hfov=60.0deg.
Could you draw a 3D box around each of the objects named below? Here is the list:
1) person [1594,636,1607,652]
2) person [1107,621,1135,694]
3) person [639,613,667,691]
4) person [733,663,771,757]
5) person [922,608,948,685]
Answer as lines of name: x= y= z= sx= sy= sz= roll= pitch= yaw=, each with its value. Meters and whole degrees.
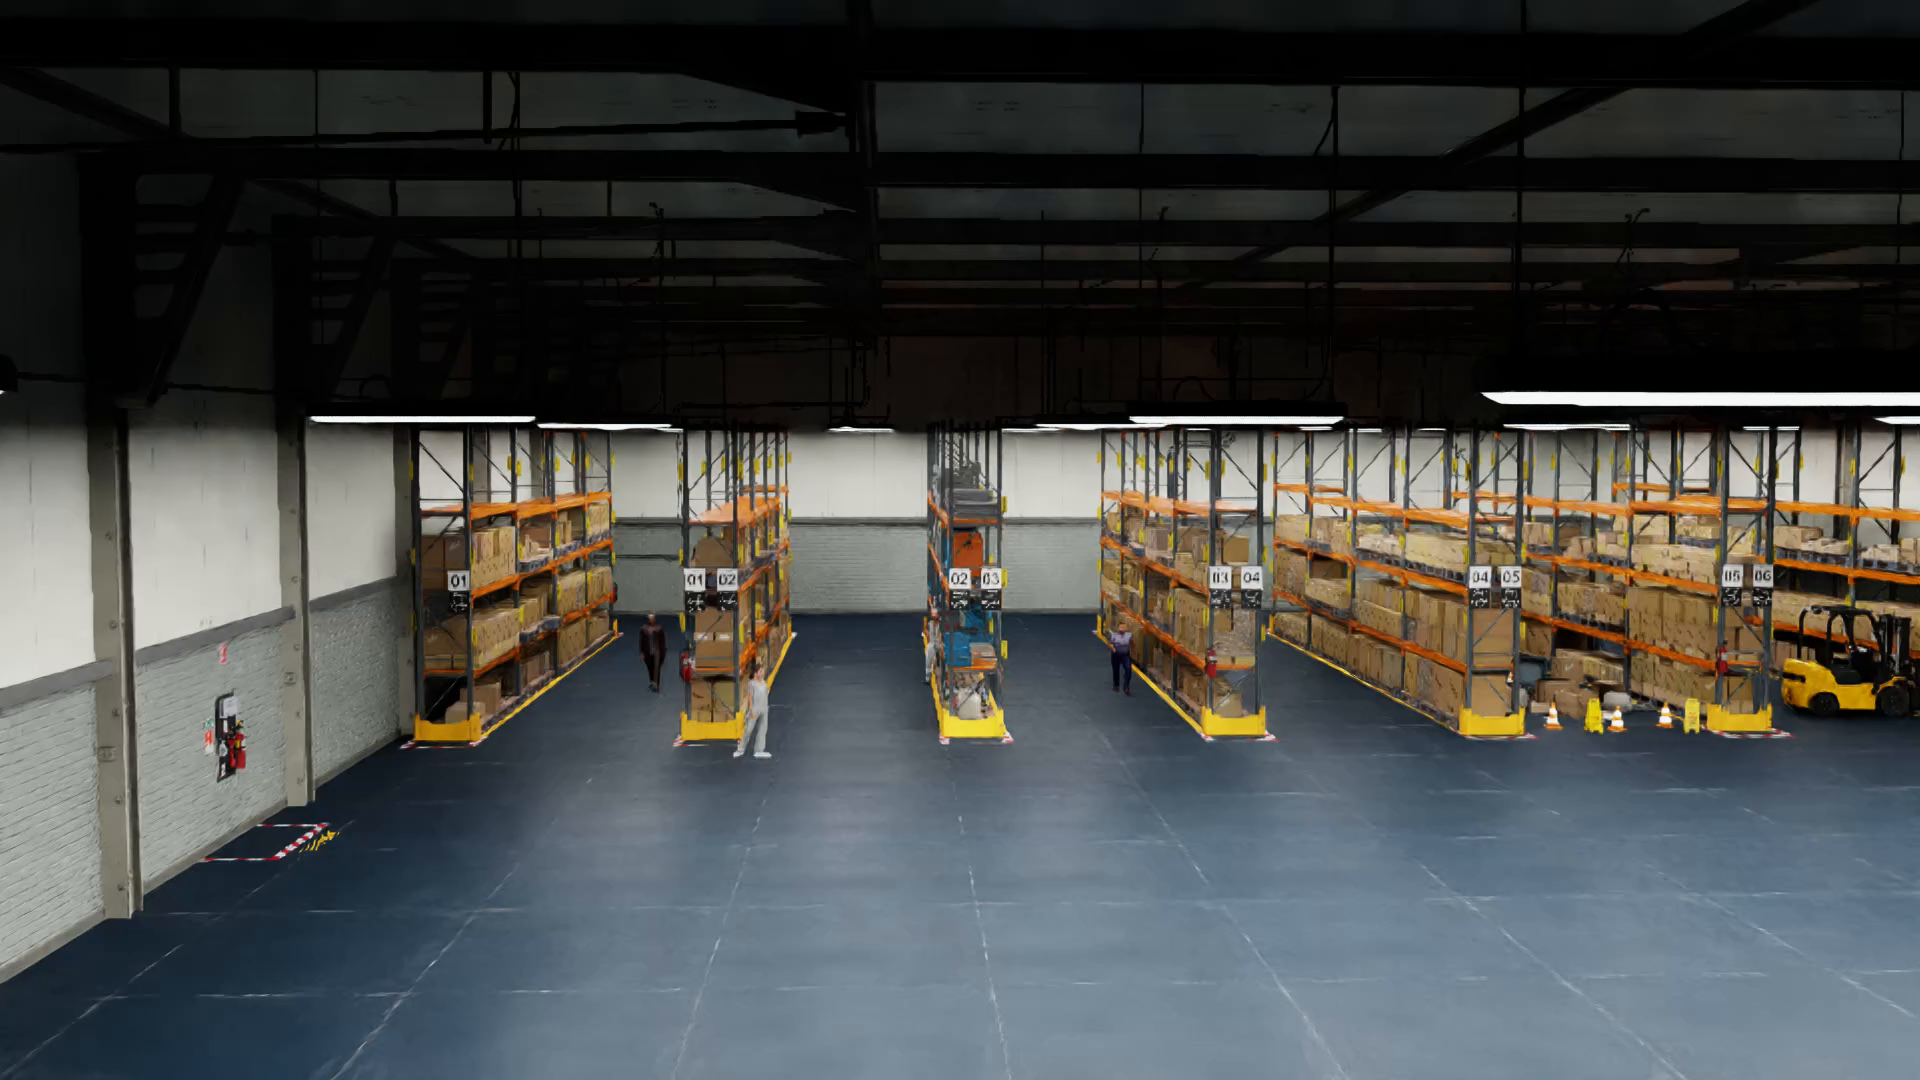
person: x=16.353 y=2.093 z=42.685 sx=0.580 sy=1.763 sz=0.671 roll=2 pitch=4 yaw=29
person: x=3.573 y=2.575 z=36.862 sx=0.628 sy=1.583 sz=0.828 roll=0 pitch=4 yaw=3
person: x=-6.872 y=2.476 z=37.115 sx=0.598 sy=1.693 sz=1.193 roll=0 pitch=4 yaw=-1
person: x=-3.696 y=3.016 z=29.349 sx=0.467 sy=1.666 sz=0.643 roll=3 pitch=5 yaw=42
person: x=-0.510 y=2.421 z=38.097 sx=0.598 sy=1.743 sz=0.997 roll=1 pitch=4 yaw=19
